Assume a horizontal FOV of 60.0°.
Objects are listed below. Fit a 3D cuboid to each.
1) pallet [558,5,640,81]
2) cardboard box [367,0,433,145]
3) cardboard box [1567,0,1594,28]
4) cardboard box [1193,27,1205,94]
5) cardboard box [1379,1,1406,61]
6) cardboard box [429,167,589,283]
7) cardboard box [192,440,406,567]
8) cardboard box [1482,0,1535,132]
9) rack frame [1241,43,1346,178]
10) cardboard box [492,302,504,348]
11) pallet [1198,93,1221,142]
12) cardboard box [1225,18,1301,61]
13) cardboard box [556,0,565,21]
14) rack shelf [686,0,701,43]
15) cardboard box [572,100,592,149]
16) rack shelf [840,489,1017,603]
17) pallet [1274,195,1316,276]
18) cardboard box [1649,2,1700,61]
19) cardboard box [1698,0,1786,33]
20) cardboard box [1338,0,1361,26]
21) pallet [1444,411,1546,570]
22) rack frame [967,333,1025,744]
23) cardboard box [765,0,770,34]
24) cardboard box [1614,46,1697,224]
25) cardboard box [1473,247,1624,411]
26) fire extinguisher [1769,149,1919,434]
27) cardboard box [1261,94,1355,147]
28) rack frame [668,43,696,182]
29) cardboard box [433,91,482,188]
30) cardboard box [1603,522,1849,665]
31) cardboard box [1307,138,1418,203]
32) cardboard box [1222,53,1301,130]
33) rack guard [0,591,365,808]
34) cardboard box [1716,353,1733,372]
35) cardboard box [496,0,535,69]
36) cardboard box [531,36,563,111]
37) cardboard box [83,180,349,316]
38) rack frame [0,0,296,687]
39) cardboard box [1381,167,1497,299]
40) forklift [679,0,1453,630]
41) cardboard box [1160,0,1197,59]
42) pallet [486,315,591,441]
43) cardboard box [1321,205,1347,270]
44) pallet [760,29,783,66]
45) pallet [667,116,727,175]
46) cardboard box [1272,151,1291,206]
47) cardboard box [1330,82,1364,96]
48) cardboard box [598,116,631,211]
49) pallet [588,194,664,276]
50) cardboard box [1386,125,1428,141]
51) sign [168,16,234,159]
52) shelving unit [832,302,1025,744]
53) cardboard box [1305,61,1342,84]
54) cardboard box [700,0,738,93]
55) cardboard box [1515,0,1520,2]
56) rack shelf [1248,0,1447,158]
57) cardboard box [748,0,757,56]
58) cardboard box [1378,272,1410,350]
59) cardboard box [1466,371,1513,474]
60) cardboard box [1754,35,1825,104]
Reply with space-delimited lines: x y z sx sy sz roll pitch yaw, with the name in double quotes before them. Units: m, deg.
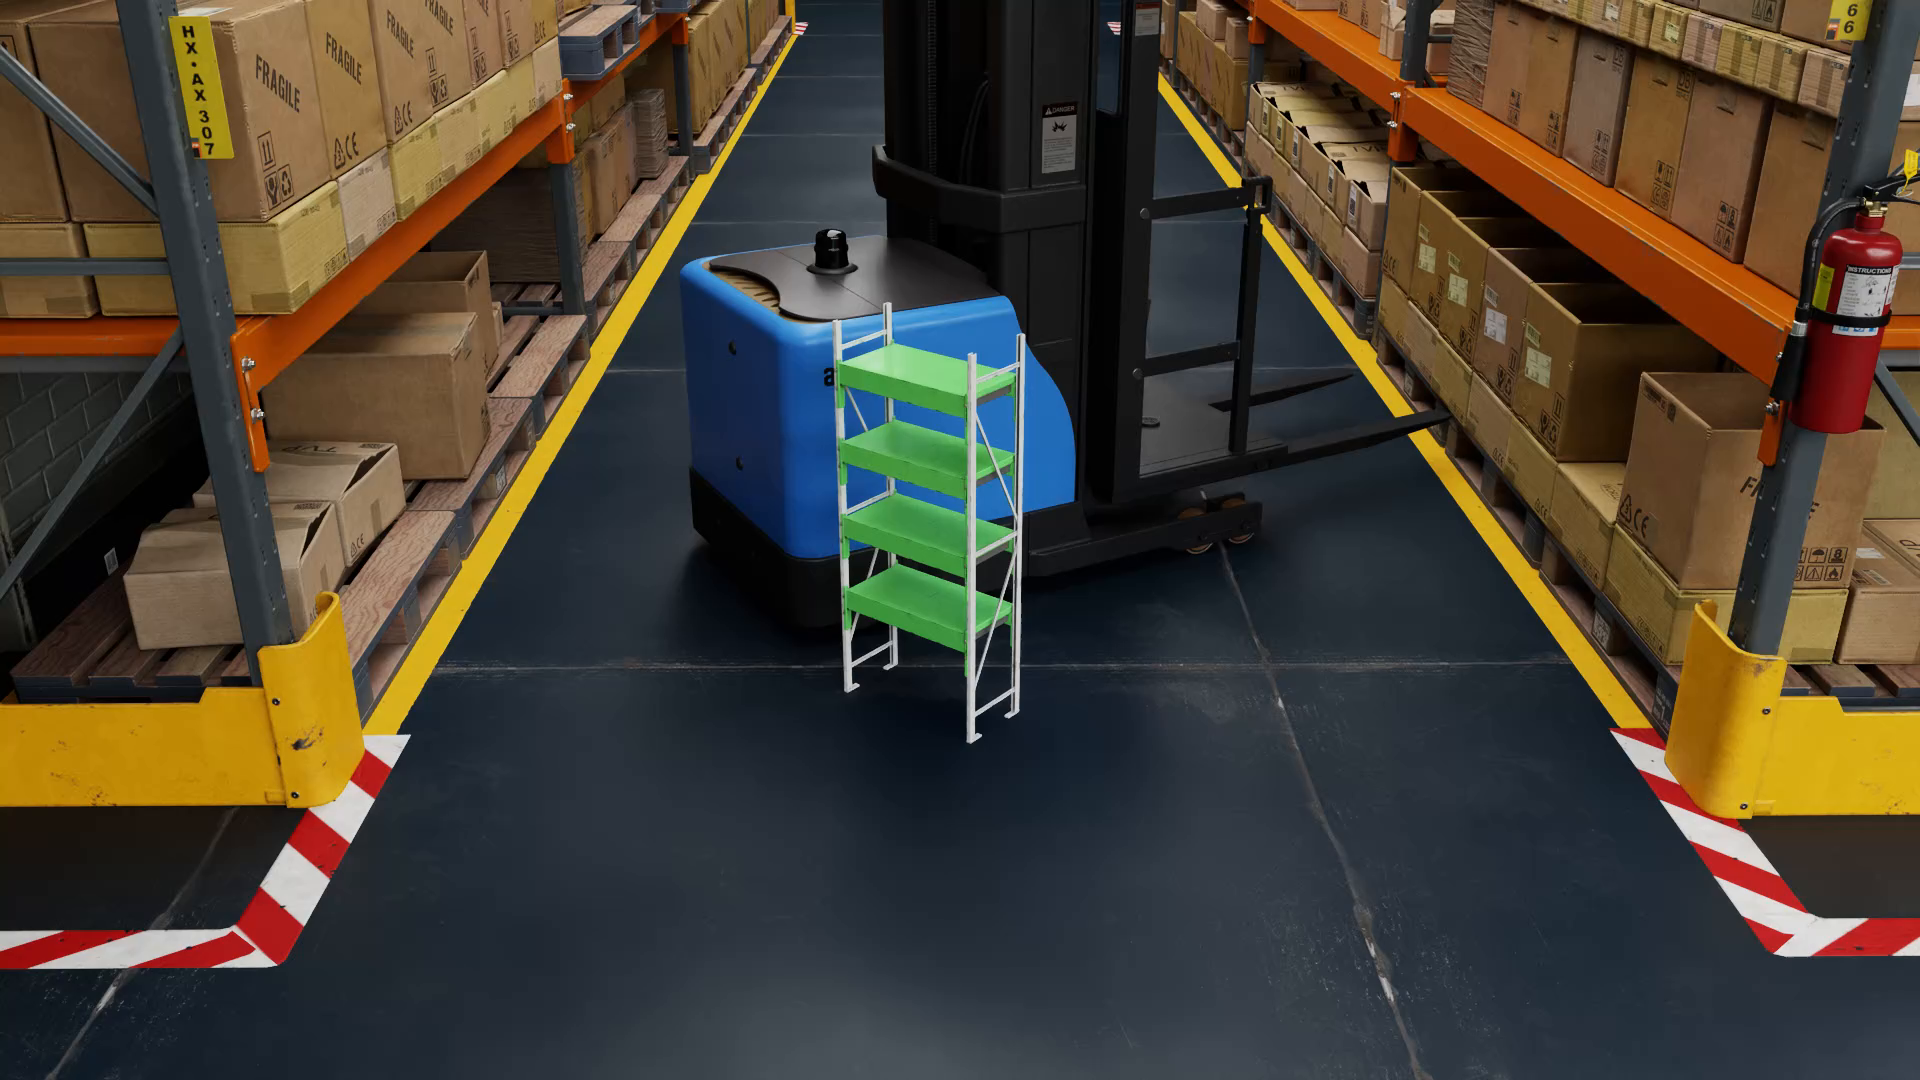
"pallet" -2.232 -2.539 8.456 1.003 0.211 1.213 0 24 -1
"cardboard box" -2.025 -1.559 5.306 0.500 0.500 0.500 -1 24 -2
"cardboard box" 2.414 -1.925 5.959 0.380 0.149 0.250 0 24 -1
"cardboard box" 2.274 -4.066 14.100 0.500 0.500 0.500 0 24 0
"cardboard box" 2.391 -2.634 8.598 0.396 0.266 0.258 -1 24 -2
"cardboard box" -2.394 -1.675 8.813 0.700 0.500 0.500 1 24 1
"cardboard box" -2.249 -0.158 5.688 0.500 0.311 0.500 2 24 4
"cardboard box" 2.608 -1.980 6.866 0.700 0.500 0.500 -1 24 -1
"rack frame" 2.541 -3.983 11.416 1.000 3.000 0.127 0 24 -1
"cardboard box" -2.333 -1.000 7.725 0.380 0.166 0.250 -3 25 -7
"pallet" 2.560 -3.521 13.780 1.003 0.211 1.213 0 24 -1
"cardboard box" 2.291 -3.793 12.586 0.500 0.250 0.500 1 24 1
"cardboard box" -2.340 -2.766 8.071 0.700 0.500 0.500 0 24 0
"rack shelf" -2.434 -4.455 13.333 1.077 0.370 4.000 0 24 -1
"cardboard box" -2.411 -2.413 9.534 0.500 0.250 0.500 -1 24 -2
"rack shelf" -0.091 0.011 4.925 0.480 0.148 0.258 18 30 35
"pallet" 2.521 -1.871 10.131 1.003 0.211 1.213 0 24 -1
"cardboard box" 2.422 -1.609 5.259 0.380 0.149 0.250 0 24 1
"cardboard box" 2.624 -1.754 4.792 0.700 0.500 0.500 -1 24 -2
"cardboard box" 2.575 -3.337 9.866 0.500 0.500 0.500 -2 24 -3
"pallet" 2.567 -0.232 6.506 1.003 0.211 1.213 0 24 -1
"rack frame" 0.100 0.015 4.760 0.015 1.200 0.240 18 30 35
"cardboard box" -2.381 -5.606 17.529 0.700 0.500 0.500 -1 24 -2
"cardboard box" 2.626 -1.345 5.462 0.700 0.500 0.500 0 24 0
"cardboard box" 2.295 -0.804 6.304 0.500 0.500 0.500 0 24 -1
"fire extinguisher" 2.165 -0.600 4.030 0.296 0.674 0.183 0 24 -1
"cardboard box" 2.267 -2.743 10.821 0.500 0.311 0.500 -1 24 -2
"rack frame" -2.413 -3.959 11.363 1.000 3.000 0.127 0 24 -1
"cardboard box" -2.036 -1.438 5.946 0.500 0.250 0.500 0 24 0
"cardboard box" 2.327 0.156 5.093 0.500 0.250 0.500 0 24 -1
"cardboard box" 2.278 -2.114 9.430 0.500 0.311 0.500 0 24 -1
"cardboard box" 2.296 -3.428 12.690 0.500 0.500 0.500 1 24 2
"rack guard" -2.326 0.445 4.658 1.175 0.500 0.348 0 24 -1
"cardboard box" 2.819 -0.600 5.854 0.500 0.500 0.500 0 24 -1
"cardboard box" -2.043 -2.194 6.708 0.500 0.500 0.500 0 24 -1
"cardboard box" -2.061 -2.057 7.317 0.500 0.250 0.500 0 24 0
"cardboard box" -2.013 -0.805 4.549 0.500 0.250 0.500 -1 24 -2
"rack frame" -2.325 -0.662 4.074 1.000 3.000 0.127 0 24 -1
"cardboard box" 2.276 -1.422 7.671 0.500 0.500 0.500 0 24 -1
"forklift" 0.546 -1.461 5.923 3.031 2.935 1.130 -13 27 -26
"cardboard box" 2.207 -4.926 16.001 0.500 0.500 0.500 0 24 -1
"pallet" -2.326 -0.763 7.682 1.003 0.211 1.213 0 24 -1
"cardboard box" 2.286 -1.651 9.087 0.500 0.250 0.500 -1 24 -1
"pallet" -2.403 -5.154 17.390 1.003 0.211 1.213 0 24 -1
"pallet" -2.346 -3.013 12.657 1.003 0.211 1.213 0 24 -1
"cardboard box" 2.271 -2.283 10.484 0.500 0.250 0.500 -1 24 -2
"cardboard box" 2.793 -2.962 11.305 0.500 0.311 0.500 0 24 1
"cardboard box" -2.430 -2.306 10.209 0.700 0.500 0.500 0 24 -1
"pallet" -2.395 -1.865 10.117 1.003 0.211 1.213 0 24 -1
"cardboard box" 2.811 -2.333 9.915 0.500 0.311 0.500 0 24 1
"sign" -1.783 -1.059 3.901 0.100 0.325 0.005 0 24 -1
"shelving unit" -0.091 -0.047 4.899 0.503 1.200 0.258 18 30 35
"cardboard box" 2.822 -3.233 12.258 0.500 0.500 0.500 1 24 2
"cardboard box" -2.307 -4.185 13.963 0.750 0.750 0.750 0 24 1
"cardboard box" 2.405 -2.246 6.667 0.380 0.149 0.250 0 24 -1
"rack shelf" 2.563 -2.831 9.742 1.077 0.370 4.000 0 24 -1
"cardboard box" -2.362 -4.968 16.118 0.700 0.500 0.500 0 24 0
"cardboard box" 2.286 -1.080 7.826 0.500 0.250 0.500 0 24 -1
"cardboard box" 2.298 -0.462 6.459 0.500 0.250 0.500 0 24 -1
"cardboard box" 2.429 -1.292 4.557 0.380 0.149 0.250 0 24 1
